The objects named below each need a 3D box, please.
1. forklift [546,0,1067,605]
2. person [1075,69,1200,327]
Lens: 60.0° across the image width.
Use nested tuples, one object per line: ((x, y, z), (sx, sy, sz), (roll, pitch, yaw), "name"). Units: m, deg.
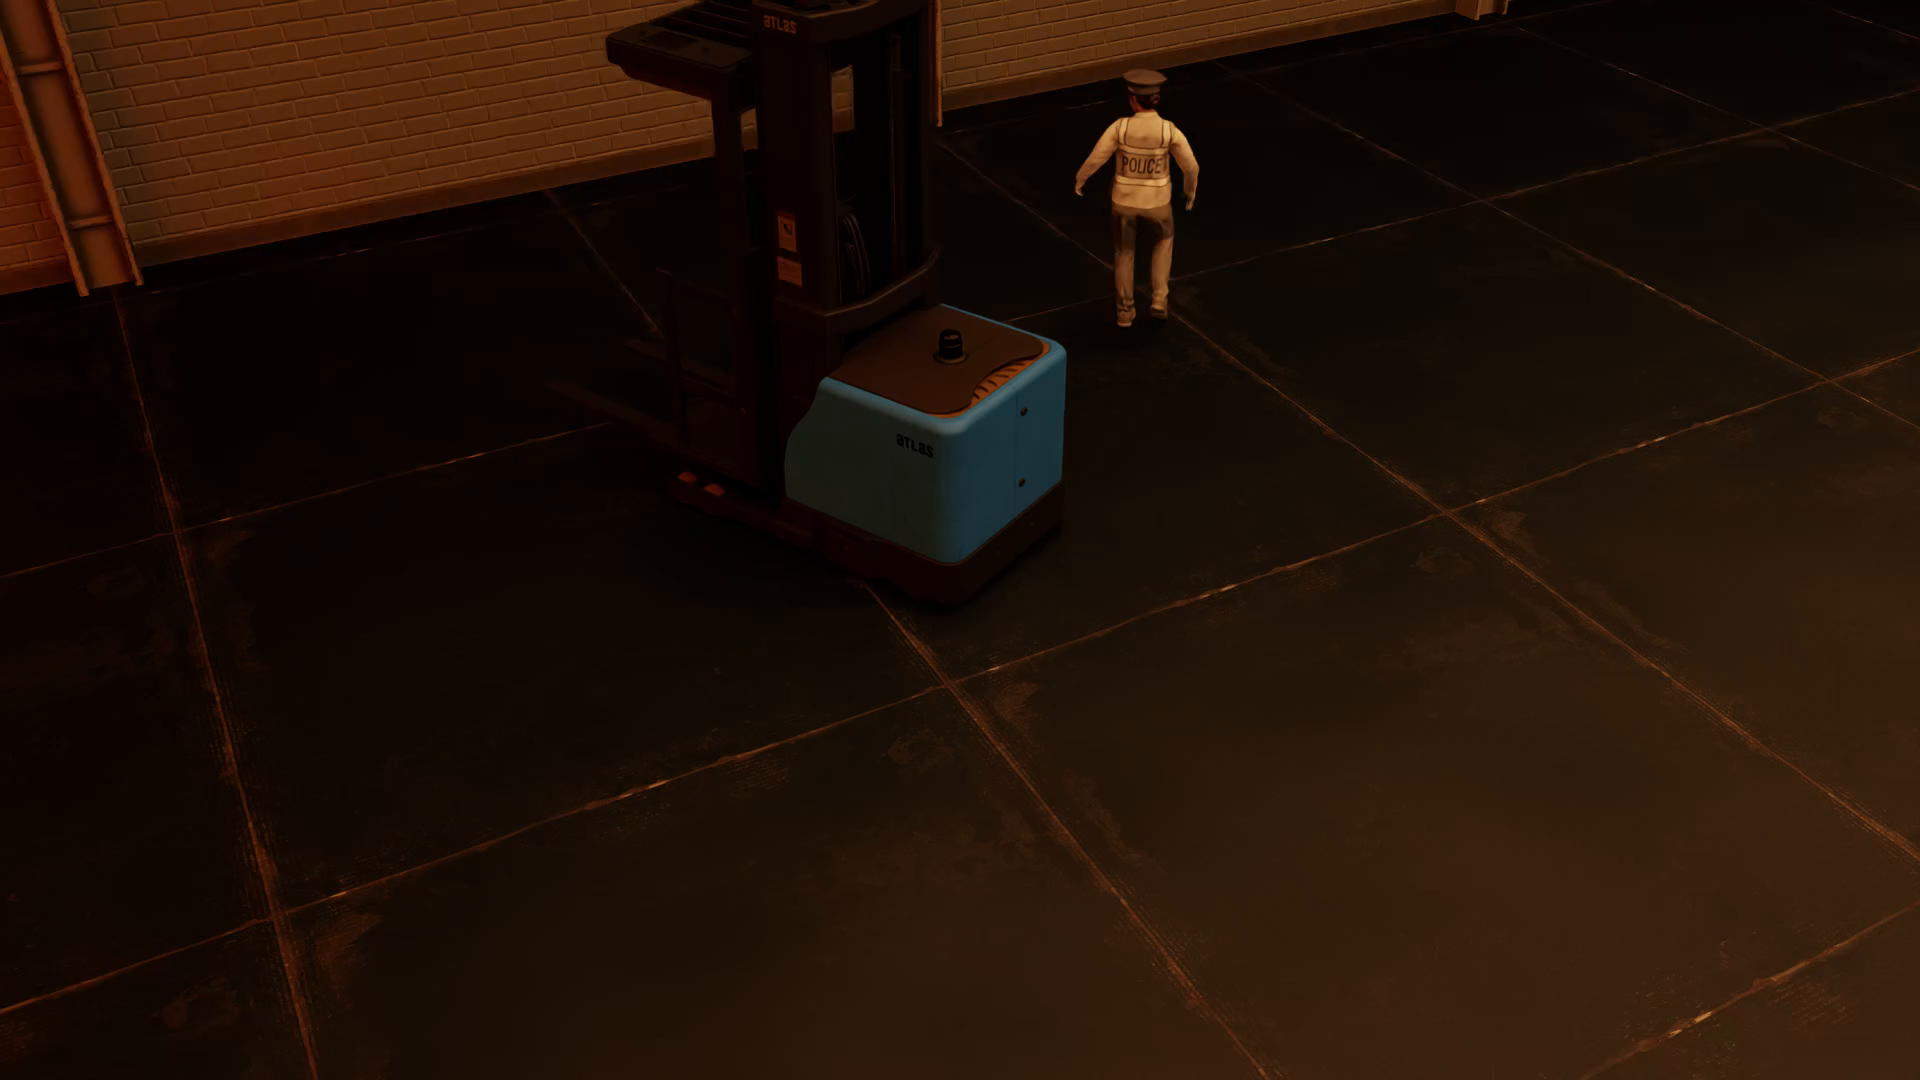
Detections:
((-0.952, -1.554, 8.321), (3.031, 2.935, 1.130), (23, 41, 28), "forklift")
((1.072, -2.077, 10.201), (0.754, 1.660, 0.440), (7, 36, 9), "person")
